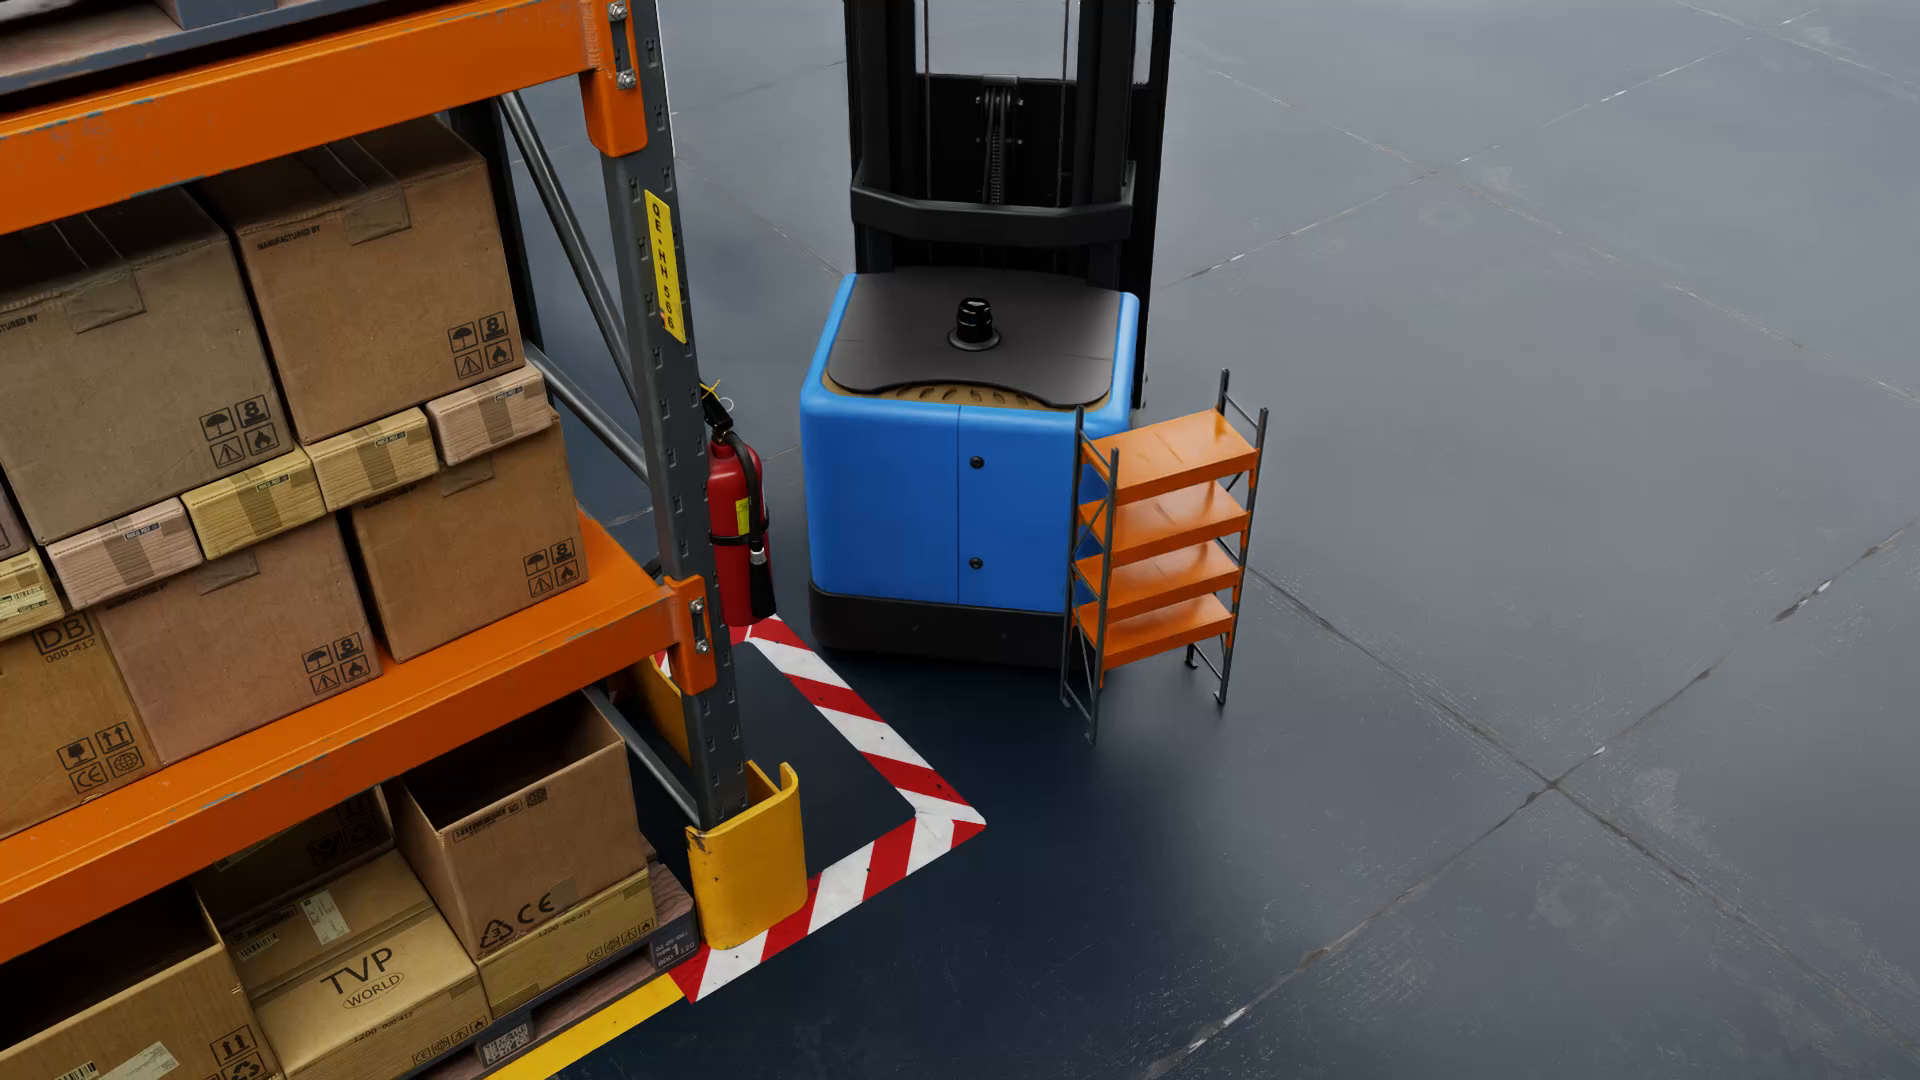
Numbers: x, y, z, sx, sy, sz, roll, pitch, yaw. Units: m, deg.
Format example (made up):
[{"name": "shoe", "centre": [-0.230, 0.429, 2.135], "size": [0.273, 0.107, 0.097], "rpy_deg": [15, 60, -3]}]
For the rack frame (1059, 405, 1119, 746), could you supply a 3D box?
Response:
[{"name": "rack frame", "centre": [0.391, 0.140, 5.132], "size": [0.015, 1.200, 0.240], "rpy_deg": [-16, 42, -18]}]

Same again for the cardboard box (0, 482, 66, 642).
[{"name": "cardboard box", "centre": [-1.942, 0.045, 3.240], "size": [0.250, 0.149, 0.380], "rpy_deg": [-25, 45, -27]}]

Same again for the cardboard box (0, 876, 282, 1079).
[{"name": "cardboard box", "centre": [-1.965, 1.054, 3.846], "size": [0.500, 0.500, 0.500], "rpy_deg": [-26, 46, -28]}]

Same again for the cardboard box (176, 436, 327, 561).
[{"name": "cardboard box", "centre": [-1.533, -0.153, 3.481], "size": [0.250, 0.149, 0.380], "rpy_deg": [-27, 46, -29]}]

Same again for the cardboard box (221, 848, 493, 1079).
[{"name": "cardboard box", "centre": [-1.571, 1.148, 4.323], "size": [0.500, 0.250, 0.500], "rpy_deg": [-26, 46, -28]}]

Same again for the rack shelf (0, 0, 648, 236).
[{"name": "rack shelf", "centre": [-2.523, -0.417, 2.595], "size": [4.000, 0.370, 1.077], "rpy_deg": [-26, 46, -28]}]

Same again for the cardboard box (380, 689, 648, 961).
[{"name": "cardboard box", "centre": [-1.181, 0.660, 4.326], "size": [0.500, 0.500, 0.500], "rpy_deg": [-26, 46, -28]}]

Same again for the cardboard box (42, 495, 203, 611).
[{"name": "cardboard box", "centre": [-1.734, -0.057, 3.364], "size": [0.250, 0.149, 0.380], "rpy_deg": [-25, 46, -28]}]

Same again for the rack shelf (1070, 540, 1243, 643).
[{"name": "rack shelf", "centre": [0.614, 0.130, 5.251], "size": [0.480, 0.148, 0.258], "rpy_deg": [-16, 42, -18]}]

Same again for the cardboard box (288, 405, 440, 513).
[{"name": "cardboard box", "centre": [-1.331, -0.252, 3.602], "size": [0.250, 0.149, 0.380], "rpy_deg": [-25, 45, -27]}]

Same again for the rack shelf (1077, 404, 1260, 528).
[{"name": "rack shelf", "centre": [0.616, -0.224, 4.956], "size": [0.480, 0.148, 0.258], "rpy_deg": [-16, 42, -18]}]

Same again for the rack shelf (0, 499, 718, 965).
[{"name": "rack shelf", "centre": [-2.523, 0.743, 3.546], "size": [4.000, 0.370, 1.077], "rpy_deg": [-26, 46, -28]}]

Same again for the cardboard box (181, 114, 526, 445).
[{"name": "cardboard box", "centre": [-1.357, -0.654, 3.580], "size": [0.500, 0.500, 0.700], "rpy_deg": [-26, 46, -28]}]

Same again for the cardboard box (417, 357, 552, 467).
[{"name": "cardboard box", "centre": [-1.124, -0.354, 3.726], "size": [0.250, 0.149, 0.380], "rpy_deg": [-27, 46, -29]}]

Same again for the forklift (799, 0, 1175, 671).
[{"name": "forklift", "centre": [0.193, -1.624, 5.918], "size": [1.130, 2.935, 3.031], "rpy_deg": [5, 40, 6]}]

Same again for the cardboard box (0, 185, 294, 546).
[{"name": "cardboard box", "centre": [-1.771, -0.448, 3.329], "size": [0.500, 0.500, 0.700], "rpy_deg": [-27, 47, -29]}]

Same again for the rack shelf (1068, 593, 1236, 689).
[{"name": "rack shelf", "centre": [0.614, 0.282, 5.378], "size": [0.480, 0.148, 0.258], "rpy_deg": [-16, 42, -18]}]

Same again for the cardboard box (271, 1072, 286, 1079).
[{"name": "cardboard box", "centre": [-1.967, 1.342, 4.086], "size": [0.500, 0.250, 0.500], "rpy_deg": [-26, 46, -28]}]

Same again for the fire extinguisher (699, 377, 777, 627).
[{"name": "fire extinguisher", "centre": [-0.560, -0.090, 4.056], "size": [0.183, 0.674, 0.296], "rpy_deg": [-26, 46, -28]}]

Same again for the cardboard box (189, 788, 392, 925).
[{"name": "cardboard box", "centre": [-1.893, 0.592, 4.408], "size": [0.500, 0.500, 0.500], "rpy_deg": [-26, 46, -28]}]

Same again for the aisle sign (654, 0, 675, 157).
[{"name": "aisle sign", "centre": [-0.706, -1.191, 3.287], "size": [0.004, 0.787, 0.394], "rpy_deg": [-26, 46, -28]}]

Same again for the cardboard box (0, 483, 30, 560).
[{"name": "cardboard box", "centre": [-2.170, -0.253, 3.091], "size": [0.500, 0.500, 0.700], "rpy_deg": [-26, 46, -28]}]

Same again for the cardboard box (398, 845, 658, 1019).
[{"name": "cardboard box", "centre": [-1.182, 0.949, 4.565], "size": [0.500, 0.250, 0.500], "rpy_deg": [-26, 46, -28]}]

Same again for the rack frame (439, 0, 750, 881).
[{"name": "rack frame", "centre": [-0.937, -0.308, 4.260], "size": [0.127, 3.000, 1.000], "rpy_deg": [-26, 46, -28]}]

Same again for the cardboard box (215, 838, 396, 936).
[{"name": "cardboard box", "centre": [-1.892, 0.883, 4.645], "size": [0.500, 0.250, 0.500], "rpy_deg": [-26, 46, -28]}]

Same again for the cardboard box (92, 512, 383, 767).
[{"name": "cardboard box", "centre": [-1.729, 0.033, 3.766], "size": [0.500, 0.500, 0.700], "rpy_deg": [-25, 45, -27]}]

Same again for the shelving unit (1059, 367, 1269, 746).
[{"name": "shelving unit", "centre": [0.615, 0.078, 5.208], "size": [0.503, 1.200, 0.258], "rpy_deg": [-16, 42, -18]}]

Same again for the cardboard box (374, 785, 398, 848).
[{"name": "cardboard box", "centre": [-1.498, 0.688, 4.883], "size": [0.500, 0.250, 0.500], "rpy_deg": [-26, 46, -28]}]

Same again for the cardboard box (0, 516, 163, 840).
[{"name": "cardboard box", "centre": [-2.126, 0.222, 3.536], "size": [0.500, 0.500, 0.700], "rpy_deg": [-26, 46, -28]}]

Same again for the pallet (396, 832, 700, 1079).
[{"name": "pallet", "centre": [-1.518, 1.087, 4.759], "size": [1.213, 0.211, 1.003], "rpy_deg": [-26, 46, -28]}]

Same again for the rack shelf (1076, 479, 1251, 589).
[{"name": "rack shelf", "centre": [0.615, -0.042, 5.108], "size": [0.480, 0.148, 0.258], "rpy_deg": [-16, 42, -18]}]

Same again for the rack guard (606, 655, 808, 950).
[{"name": "rack guard", "centre": [-0.918, 0.649, 5.065], "size": [0.348, 0.500, 1.175], "rpy_deg": [-26, 46, -28]}]

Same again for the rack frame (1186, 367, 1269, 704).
[{"name": "rack frame", "centre": [0.838, 0.016, 5.283], "size": [0.015, 1.200, 0.240], "rpy_deg": [-16, 42, -18]}]

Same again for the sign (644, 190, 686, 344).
[{"name": "sign", "centre": [-0.618, -0.569, 3.479], "size": [0.005, 0.325, 0.100], "rpy_deg": [-26, 46, -28]}]

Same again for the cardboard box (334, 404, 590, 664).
[{"name": "cardboard box", "centre": [-1.315, -0.173, 4.017], "size": [0.500, 0.500, 0.700], "rpy_deg": [-26, 46, -28]}]
